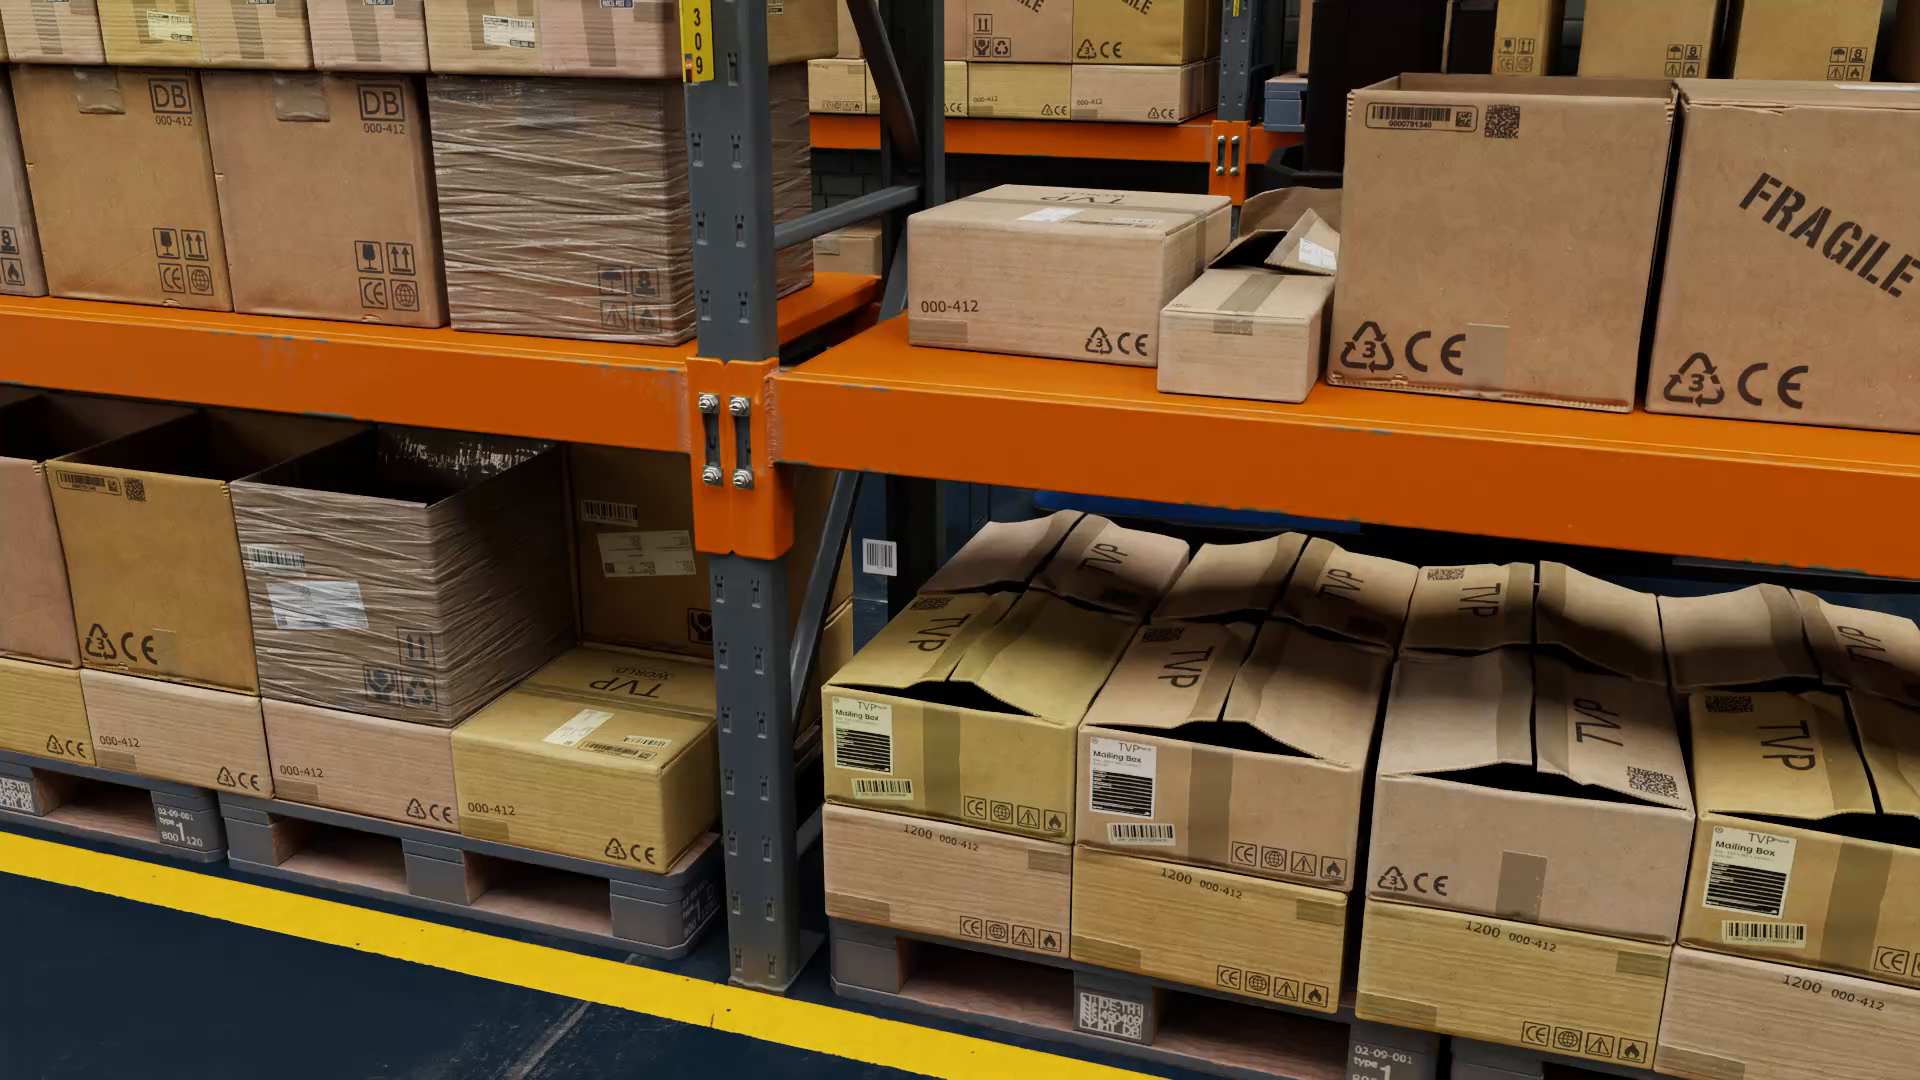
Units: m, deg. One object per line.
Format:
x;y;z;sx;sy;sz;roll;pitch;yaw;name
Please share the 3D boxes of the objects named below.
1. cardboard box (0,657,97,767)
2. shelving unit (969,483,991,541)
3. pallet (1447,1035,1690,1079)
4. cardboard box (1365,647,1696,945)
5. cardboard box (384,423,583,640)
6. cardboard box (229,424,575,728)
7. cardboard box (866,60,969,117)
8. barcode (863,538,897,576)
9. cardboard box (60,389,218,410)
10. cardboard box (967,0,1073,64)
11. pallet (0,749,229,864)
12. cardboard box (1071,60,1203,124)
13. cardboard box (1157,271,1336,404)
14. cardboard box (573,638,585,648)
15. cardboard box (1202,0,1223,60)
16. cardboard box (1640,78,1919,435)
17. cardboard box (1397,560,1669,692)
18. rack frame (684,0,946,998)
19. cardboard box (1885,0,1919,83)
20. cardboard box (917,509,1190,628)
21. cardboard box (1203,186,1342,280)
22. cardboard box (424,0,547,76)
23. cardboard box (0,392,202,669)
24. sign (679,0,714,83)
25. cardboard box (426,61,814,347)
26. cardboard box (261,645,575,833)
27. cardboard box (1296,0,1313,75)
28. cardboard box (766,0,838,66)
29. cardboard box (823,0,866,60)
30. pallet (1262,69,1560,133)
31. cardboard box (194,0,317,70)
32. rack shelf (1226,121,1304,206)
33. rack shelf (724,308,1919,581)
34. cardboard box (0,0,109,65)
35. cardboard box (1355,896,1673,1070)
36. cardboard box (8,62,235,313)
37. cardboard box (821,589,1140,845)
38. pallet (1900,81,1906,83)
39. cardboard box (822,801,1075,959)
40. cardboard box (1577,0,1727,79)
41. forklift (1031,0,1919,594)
-2.183;0.313;4.159;0.500;0.250;0.500;7;20;18;cardboard box
-0.014;-0.568;5.883;0.189;1.200;0.258;7;20;18;shelving unit
1.611;0.871;3.256;1.213;0.211;1.003;7;20;18;pallet
1.015;0.424;2.989;0.500;0.311;0.500;6;20;16;cardboard box
-1.064;-0.097;4.198;0.500;0.500;0.500;7;20;18;cardboard box
-1.232;0.062;3.741;0.500;0.500;0.500;7;20;18;cardboard box
-0.127;-2.186;7.989;0.500;0.250;0.500;6;20;18;cardboard box
-0.150;0.032;3.098;0.075;0.075;0.001;7;20;18;barcode
-2.007;-0.207;4.513;0.500;0.500;0.500;7;20;18;cardboard box
0.347;-2.485;7.705;0.500;0.500;0.500;6;20;18;cardboard box
-2.148;0.442;4.487;1.213;0.211;1.003;7;20;18;pallet
0.821;-2.080;7.685;0.500;0.250;0.500;7;20;18;cardboard box
0.516;-0.366;2.952;0.250;0.149;0.380;7;20;18;cardboard box
-1.063;0.256;4.324;0.500;0.250;0.500;7;20;18;cardboard box
0.993;-2.593;8.017;0.500;0.500;0.500;6;20;17;cardboard box
1.437;-0.492;2.780;0.500;0.500;0.500;7;20;18;cardboard box
1.187;0.255;3.476;0.500;0.311;0.500;6;20;18;cardboard box
-0.254;-0.644;3.367;0.127;3.000;1.000;7;20;18;rack frame
4.162;-2.107;6.744;0.500;0.500;0.700;5;20;13;cardboard box
0.223;0.146;3.789;0.500;0.311;0.500;7;20;18;cardboard box
0.637;-0.543;3.281;0.258;0.266;0.396;6;20;17;cardboard box
-0.814;-0.988;3.216;0.250;0.149;0.380;6;20;17;cardboard box
-2.183;-0.040;4.035;0.500;0.500;0.500;7;20;18;cardboard box
-0.435;-0.918;2.716;0.005;0.325;0.100;7;20;18;sign
-0.675;-0.737;3.483;0.500;0.500;0.700;6;20;17;cardboard box
-1.233;0.417;3.863;0.500;0.250;0.500;7;20;18;cardboard box
1.838;-2.374;7.510;0.500;0.500;0.700;7;20;18;cardboard box
-0.444;-1.087;3.500;0.250;0.149;0.380;6;20;18;cardboard box
-0.617;-2.598;8.031;0.500;0.500;0.500;7;20;20;cardboard box
2.042;-1.967;7.452;1.213;0.211;1.003;7;20;18;pallet
-1.311;-1.043;3.375;0.250;0.149;0.380;6;20;18;cardboard box
3.257;-1.629;7.286;4.000;0.370;1.077;7;20;18;rack shelf
1.635;-0.089;2.866;4.000;0.370;1.077;7;20;18;rack shelf
-1.780;-1.098;3.532;0.250;0.149;0.380;7;20;20;cardboard box
1.018;0.687;3.087;0.500;0.250;0.500;6;20;16;cardboard box
-1.648;-0.848;3.799;0.500;0.500;0.700;7;20;19;cardboard box
0.055;0.313;3.308;0.500;0.311;0.500;7;20;18;cardboard box
4.438;-1.706;6.705;1.003;0.211;1.213;7;20;18;pallet
0.046;0.576;3.405;0.500;0.250;0.500;6;20;17;cardboard box
2.995;-2.250;7.154;0.500;0.500;0.700;10;21;26;cardboard box
1.808;-1.244;5.191;3.031;2.935;1.130;4;20;13;forklift
